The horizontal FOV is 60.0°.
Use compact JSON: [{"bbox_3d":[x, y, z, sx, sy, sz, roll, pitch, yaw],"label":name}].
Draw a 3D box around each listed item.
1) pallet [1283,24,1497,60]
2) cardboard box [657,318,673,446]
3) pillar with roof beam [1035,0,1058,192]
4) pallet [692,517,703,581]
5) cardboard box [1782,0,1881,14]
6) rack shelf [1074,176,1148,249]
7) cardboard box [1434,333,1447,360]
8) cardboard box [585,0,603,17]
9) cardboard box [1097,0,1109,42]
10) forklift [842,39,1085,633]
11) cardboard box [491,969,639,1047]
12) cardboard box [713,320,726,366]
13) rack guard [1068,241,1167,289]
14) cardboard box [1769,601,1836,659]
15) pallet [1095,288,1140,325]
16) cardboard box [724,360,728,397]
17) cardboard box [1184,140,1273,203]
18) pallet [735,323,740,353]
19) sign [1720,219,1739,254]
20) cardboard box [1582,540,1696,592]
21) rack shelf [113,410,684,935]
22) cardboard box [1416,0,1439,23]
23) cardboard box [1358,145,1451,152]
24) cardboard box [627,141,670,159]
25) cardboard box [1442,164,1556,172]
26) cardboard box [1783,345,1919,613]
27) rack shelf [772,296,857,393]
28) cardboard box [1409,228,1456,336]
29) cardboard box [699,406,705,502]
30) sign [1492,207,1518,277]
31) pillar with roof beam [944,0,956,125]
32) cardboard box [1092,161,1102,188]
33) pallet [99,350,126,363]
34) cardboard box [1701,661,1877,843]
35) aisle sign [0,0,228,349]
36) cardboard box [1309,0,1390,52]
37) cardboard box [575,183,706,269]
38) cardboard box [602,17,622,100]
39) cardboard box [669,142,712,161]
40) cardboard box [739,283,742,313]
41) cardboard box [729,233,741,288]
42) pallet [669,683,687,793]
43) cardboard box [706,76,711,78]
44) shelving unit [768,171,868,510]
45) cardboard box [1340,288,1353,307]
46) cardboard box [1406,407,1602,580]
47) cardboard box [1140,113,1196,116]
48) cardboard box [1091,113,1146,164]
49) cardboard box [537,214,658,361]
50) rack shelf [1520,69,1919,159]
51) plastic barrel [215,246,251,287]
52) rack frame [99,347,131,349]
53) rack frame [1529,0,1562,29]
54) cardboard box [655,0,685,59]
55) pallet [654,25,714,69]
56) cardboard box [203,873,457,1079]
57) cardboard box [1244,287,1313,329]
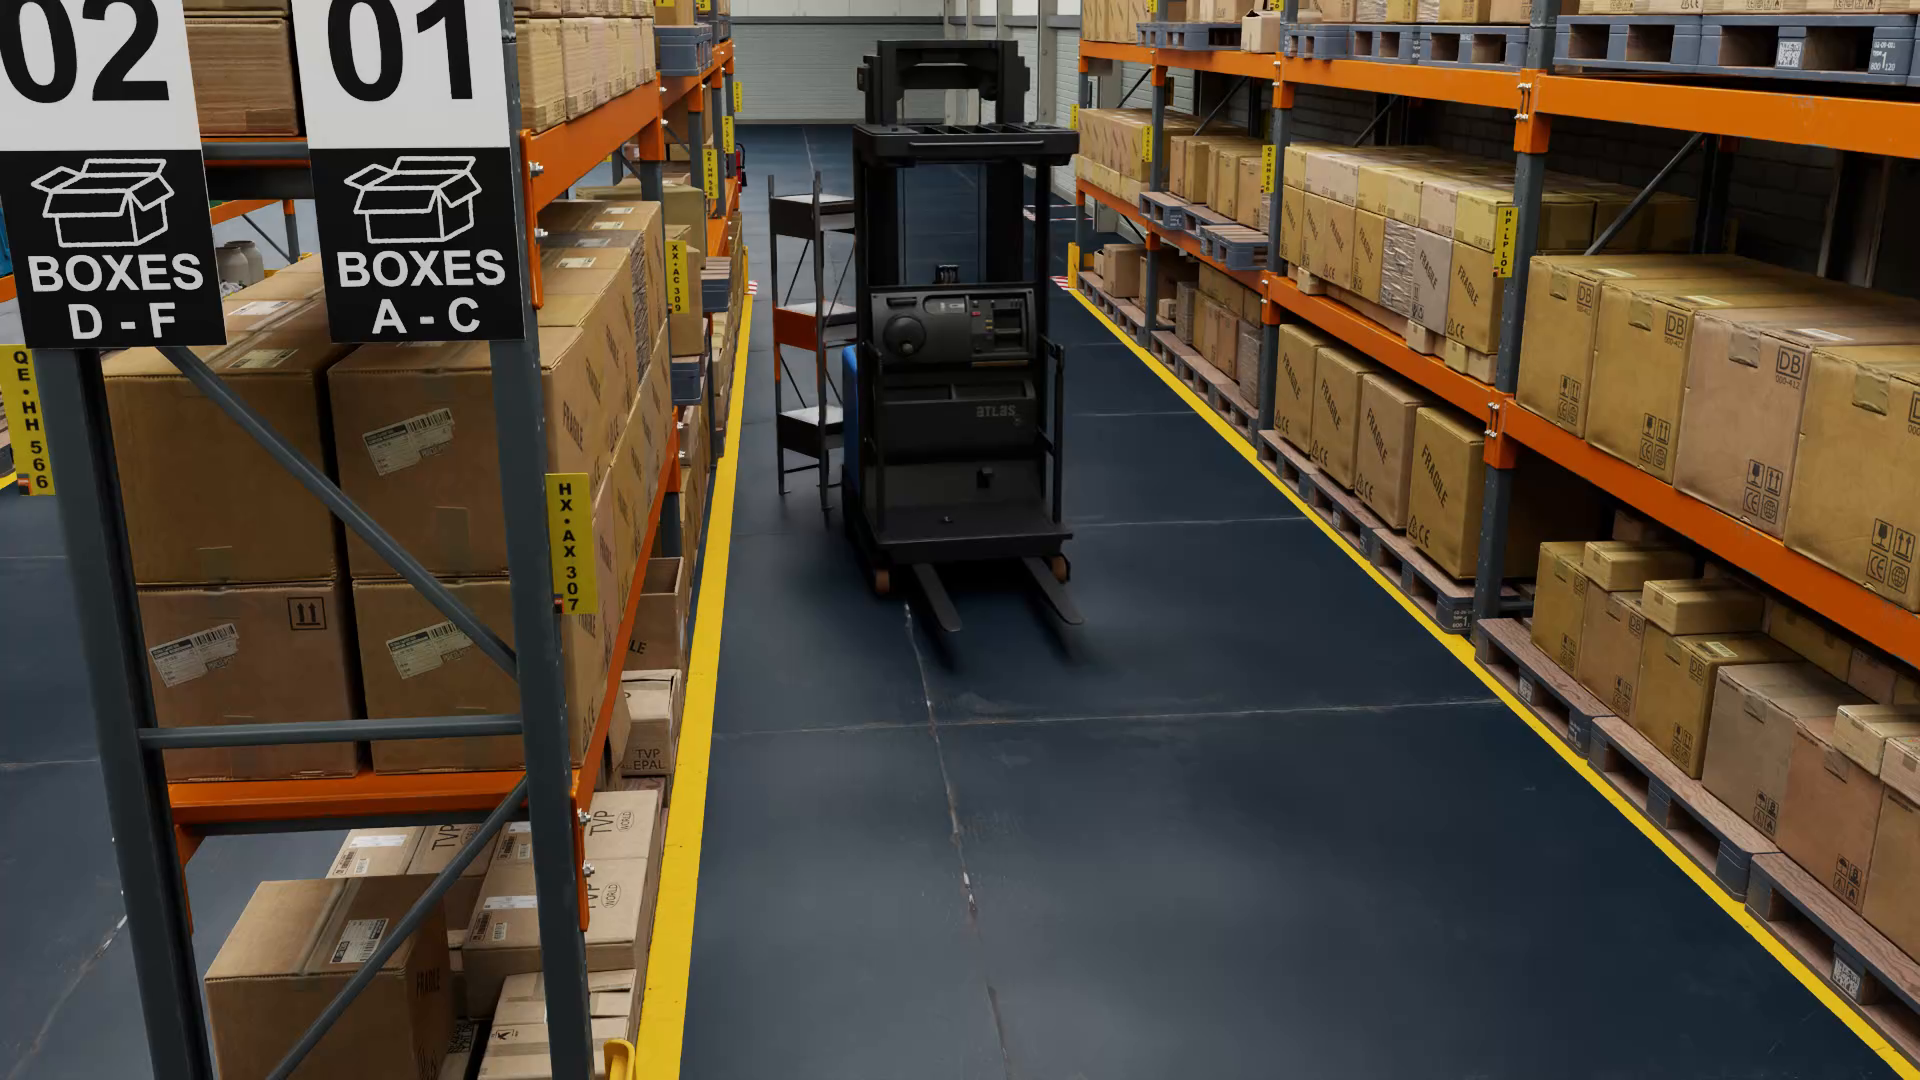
[{"bbox_3d":[2.816,-3.248,10.823,1.213,0.211,1.003,-1,17,-3],"label":"pallet"},{"bbox_3d":[-1.510,-0.658,7.099,0.500,0.500,0.500,-1,17,-5],"label":"cardboard box"},{"bbox_3d":[-2.715,-10.603,28.928,9.100,9.000,0.400,-2,18,-6],"label":"pillar with roof beam"},{"bbox_3d":[-2.068,-0.026,9.909,1.003,0.211,1.213,-2,18,-6],"label":"pallet"},{"bbox_3d":[3.070,-1.841,5.409,0.500,0.250,0.500,-2,18,-7],"label":"cardboard box"},{"bbox_3d":[2.078,-3.542,17.651,1.077,0.370,4.000,-2,18,-6],"label":"rack shelf"},{"bbox_3d":[2.762,-1.040,8.869,0.380,0.149,0.250,-1,17,-4],"label":"cardboard box"},{"bbox_3d":[-1.301,-1.617,4.727,0.500,0.250,0.500,-2,18,-6],"label":"cardboard box"},{"bbox_3d":[1.735,-5.546,17.627,0.500,0.500,0.500,-1,17,-3],"label":"cardboard box"},{"bbox_3d":[0.006,-1.207,9.129,1.130,2.935,3.031,-3,18,-10],"label":"forklift"},{"bbox_3d":[-1.132,1.372,4.794,0.380,0.166,0.250,-2,18,-6],"label":"cardboard box"},{"bbox_3d":[-2.104,-1.573,13.131,0.500,0.311,0.500,-2,18,-7],"label":"cardboard box"},{"bbox_3d":[1.880,-3.266,19.744,1.175,0.500,0.348,-2,18,-6],"label":"rack guard"},{"bbox_3d":[3.404,0.341,6.471,0.380,0.149,0.250,-2,18,-7],"label":"cardboard box"},{"bbox_3d":[2.051,-2.522,17.858,1.003,0.211,1.213,-2,18,-6],"label":"pallet"},{"bbox_3d":[-2.104,-1.301,13.203,0.500,0.250,0.500,-2,18,-7],"label":"cardboard box"},{"bbox_3d":[2.354,-3.227,14.547,0.700,0.500,0.500,0,17,0],"label":"cardboard box"},{"bbox_3d":[-2.683,-2.043,16.331,1.003,0.211,1.213,-2,18,-6],"label":"pallet"},{"bbox_3d":[3.662,-1.374,7.968,0.100,0.325,0.005,-2,18,-6],"label":"sign"},{"bbox_3d":[2.939,0.111,7.205,0.380,0.149,0.250,-1,17,-4],"label":"cardboard box"},{"bbox_3d":[-1.611,0.188,5.772,1.077,0.370,4.000,-2,18,-6],"label":"rack shelf"},{"bbox_3d":[3.019,-3.175,9.373,0.700,0.500,0.500,-2,18,-6],"label":"cardboard box"},{"bbox_3d":[3.002,-2.527,11.270,0.500,0.250,0.500,-1,17,-4],"label":"cardboard box"},{"bbox_3d":[-2.907,-3.640,15.514,0.380,0.149,0.250,-2,18,-7],"label":"cardboard box"},{"bbox_3d":[3.155,-2.068,9.808,0.500,0.250,0.500,-2,18,-7],"label":"cardboard box"},{"bbox_3d":[3.374,-0.225,5.385,0.980,0.700,0.700,-2,18,-6],"label":"cardboard box"},{"bbox_3d":[-0.901,-1.277,10.784,0.431,0.518,0.480,-14,22,-38],"label":"rack shelf"},{"bbox_3d":[2.749,-1.386,8.888,0.500,0.500,0.500,-2,18,-5],"label":"cardboard box"},{"bbox_3d":[-1.847,-0.535,10.312,0.500,0.500,0.500,-2,18,-8],"label":"cardboard box"},{"bbox_3d":[2.571,-1.401,7.829,0.100,0.325,0.005,-2,18,-6],"label":"sign"},{"bbox_3d":[-4.572,-15.966,46.010,9.100,9.000,0.400,-2,18,-6],"label":"pillar with roof beam"},{"bbox_3d":[1.721,-3.957,17.991,0.500,0.250,0.500,-2,18,-7],"label":"cardboard box"},{"bbox_3d":[-7.450,-1.420,14.347,1.003,0.211,1.213,-2,18,-6],"label":"pallet"},{"bbox_3d":[3.247,0.774,6.176,0.700,0.500,0.500,-2,18,-7],"label":"cardboard box"},{"bbox_3d":[-1.702,-0.770,3.282,0.394,0.787,0.004,-2,18,-6],"label":"aisle sign"},{"bbox_3d":[2.852,-3.807,12.088,0.500,0.500,0.500,-2,18,-6],"label":"cardboard box"},{"bbox_3d":[-2.053,-2.007,10.694,0.700,0.500,0.500,-8,19,-24],"label":"cardboard box"},{"bbox_3d":[-1.354,-1.527,5.276,0.500,0.250,0.500,-2,18,-6],"label":"cardboard box"},{"bbox_3d":[-2.477,-3.578,15.317,0.380,0.149,0.250,-2,18,-6],"label":"cardboard box"},{"bbox_3d":[-2.481,-2.469,16.924,0.500,0.250,0.500,-2,18,-6],"label":"cardboard box"},{"bbox_3d":[-2.482,-2.827,16.811,0.500,0.500,0.500,-2,18,-6],"label":"cardboard box"},{"bbox_3d":[-1.747,0.784,7.329,1.003,0.211,1.213,-2,18,-6],"label":"pallet"},{"bbox_3d":[-2.954,-4.682,17.748,0.700,0.500,0.500,-2,18,-7],"label":"cardboard box"},{"bbox_3d":[-0.901,-1.290,10.780,0.431,2.100,0.503,-14,22,-38],"label":"shelving unit"},{"bbox_3d":[2.645,-1.576,10.577,0.380,0.149,0.250,-1,17,-4],"label":"cardboard box"},{"bbox_3d":[2.913,-0.270,8.917,0.750,0.750,0.750,-2,17,-5],"label":"cardboard box"},{"bbox_3d":[2.232,-4.338,17.953,0.500,0.500,0.500,-2,18,-7],"label":"cardboard box"},{"bbox_3d":[1.711,-4.323,17.905,0.500,0.500,0.500,-2,18,-7],"label":"cardboard box"},{"bbox_3d":[-1.452,-0.981,6.458,0.500,0.500,0.500,-2,18,-7],"label":"cardboard box"},{"bbox_3d":[3.316,-1.398,5.814,1.077,0.370,4.000,-2,18,-6],"label":"rack shelf"},{"bbox_3d":[-7.786,-2.845,17.684,0.421,0.512,0.421,0,17,0],"label":"plastic barrel"},{"bbox_3d":[-7.569,-2.983,14.671,1.000,3.000,0.127,-2,18,-6],"label":"rack frame"},{"bbox_3d":[3.110,-3.768,7.155,1.000,3.000,0.127,-2,18,-6],"label":"rack frame"},{"bbox_3d":[-2.045,-2.986,9.506,0.910,0.500,0.500,-2,18,-6],"label":"cardboard box"},{"bbox_3d":[-1.925,-2.598,8.751,1.213,0.211,1.003,-2,18,-6],"label":"pallet"},{"bbox_3d":[-1.706,1.269,4.567,0.500,0.500,0.500,-2,18,-6],"label":"cardboard box"},{"bbox_3d":[2.575,-1.857,13.271,0.500,0.250,0.500,-1,17,-5],"label":"cardboard box"}]
